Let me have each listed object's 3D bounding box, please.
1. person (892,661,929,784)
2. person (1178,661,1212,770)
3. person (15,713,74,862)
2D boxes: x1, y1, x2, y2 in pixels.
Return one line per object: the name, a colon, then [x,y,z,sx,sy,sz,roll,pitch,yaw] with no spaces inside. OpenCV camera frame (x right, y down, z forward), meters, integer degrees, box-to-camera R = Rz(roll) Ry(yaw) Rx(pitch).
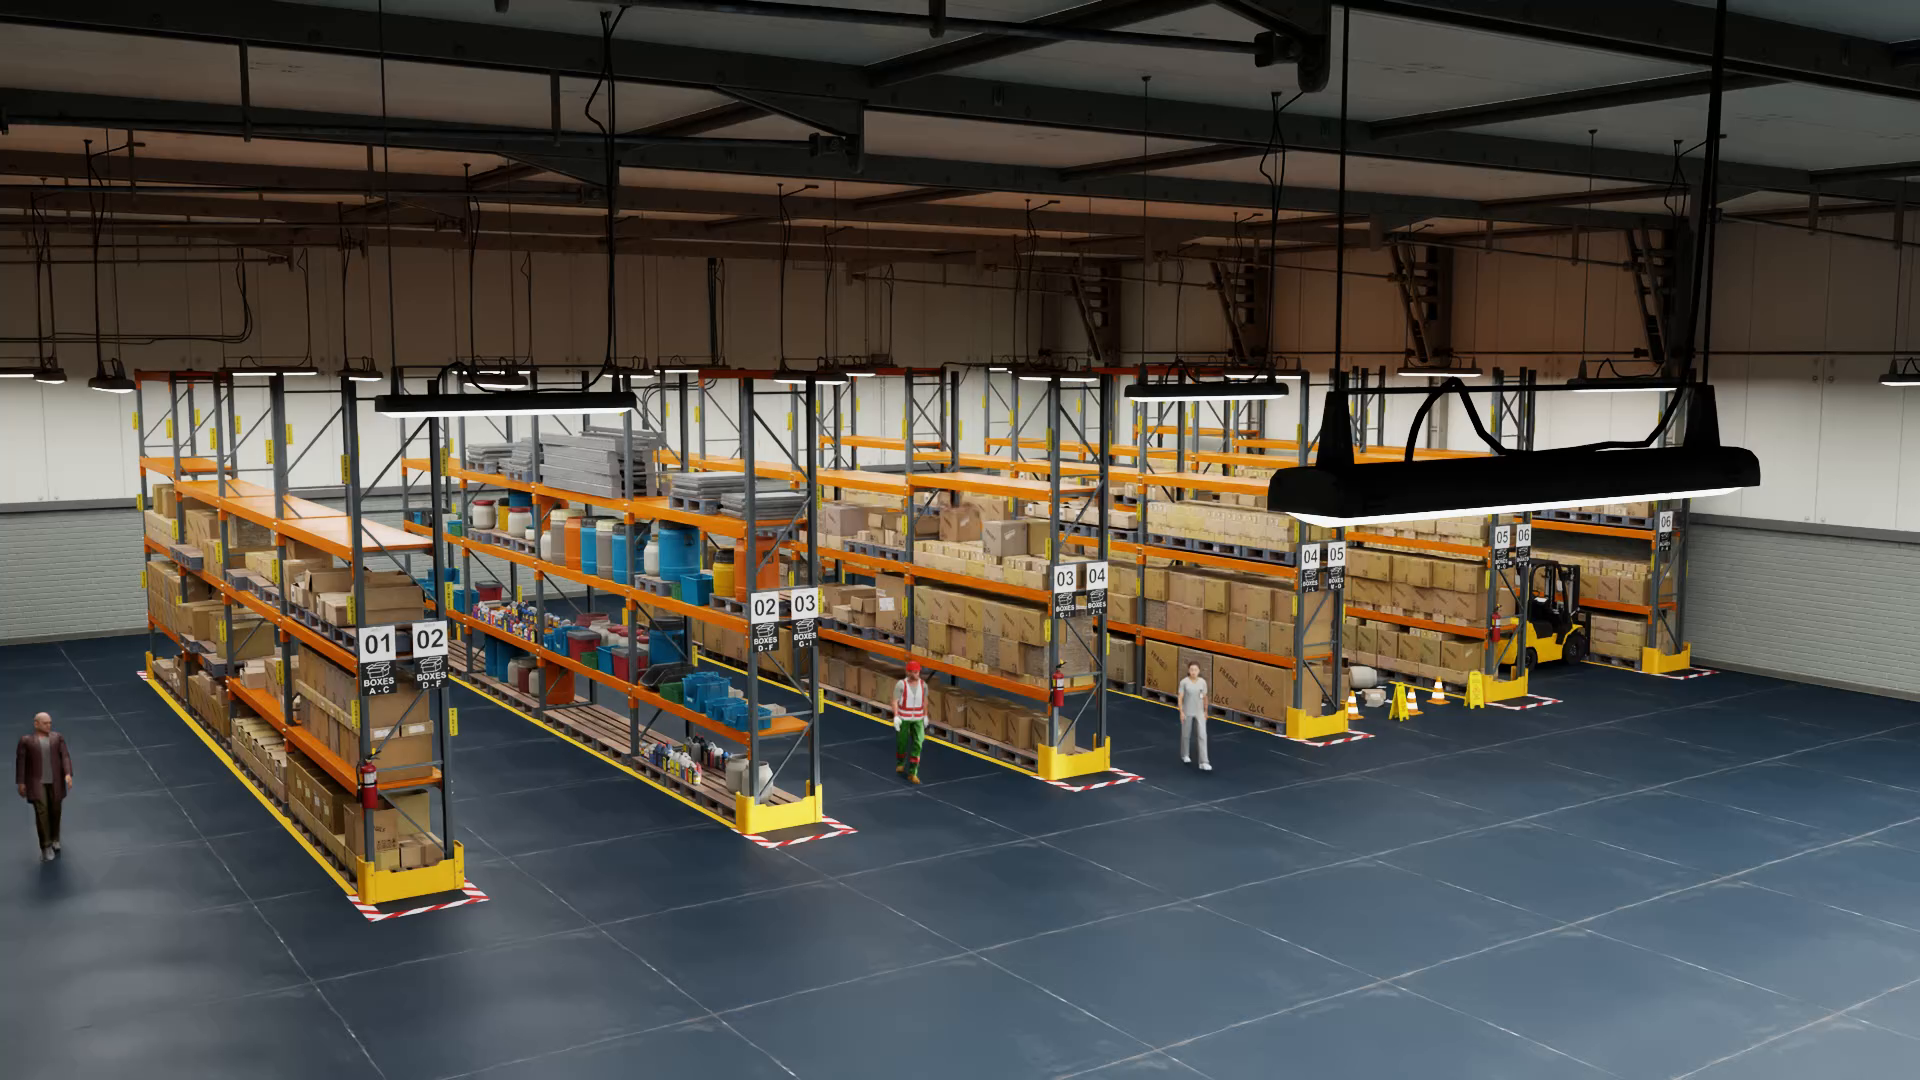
person: [-0.732,2.680,24.739,0.636,1.782,0.790,-2,7,-21]
person: [3.566,2.656,25.312,0.487,1.618,0.977,0,6,0]
person: [-11.513,3.101,21.003,0.799,1.794,0.619,6,9,44]
